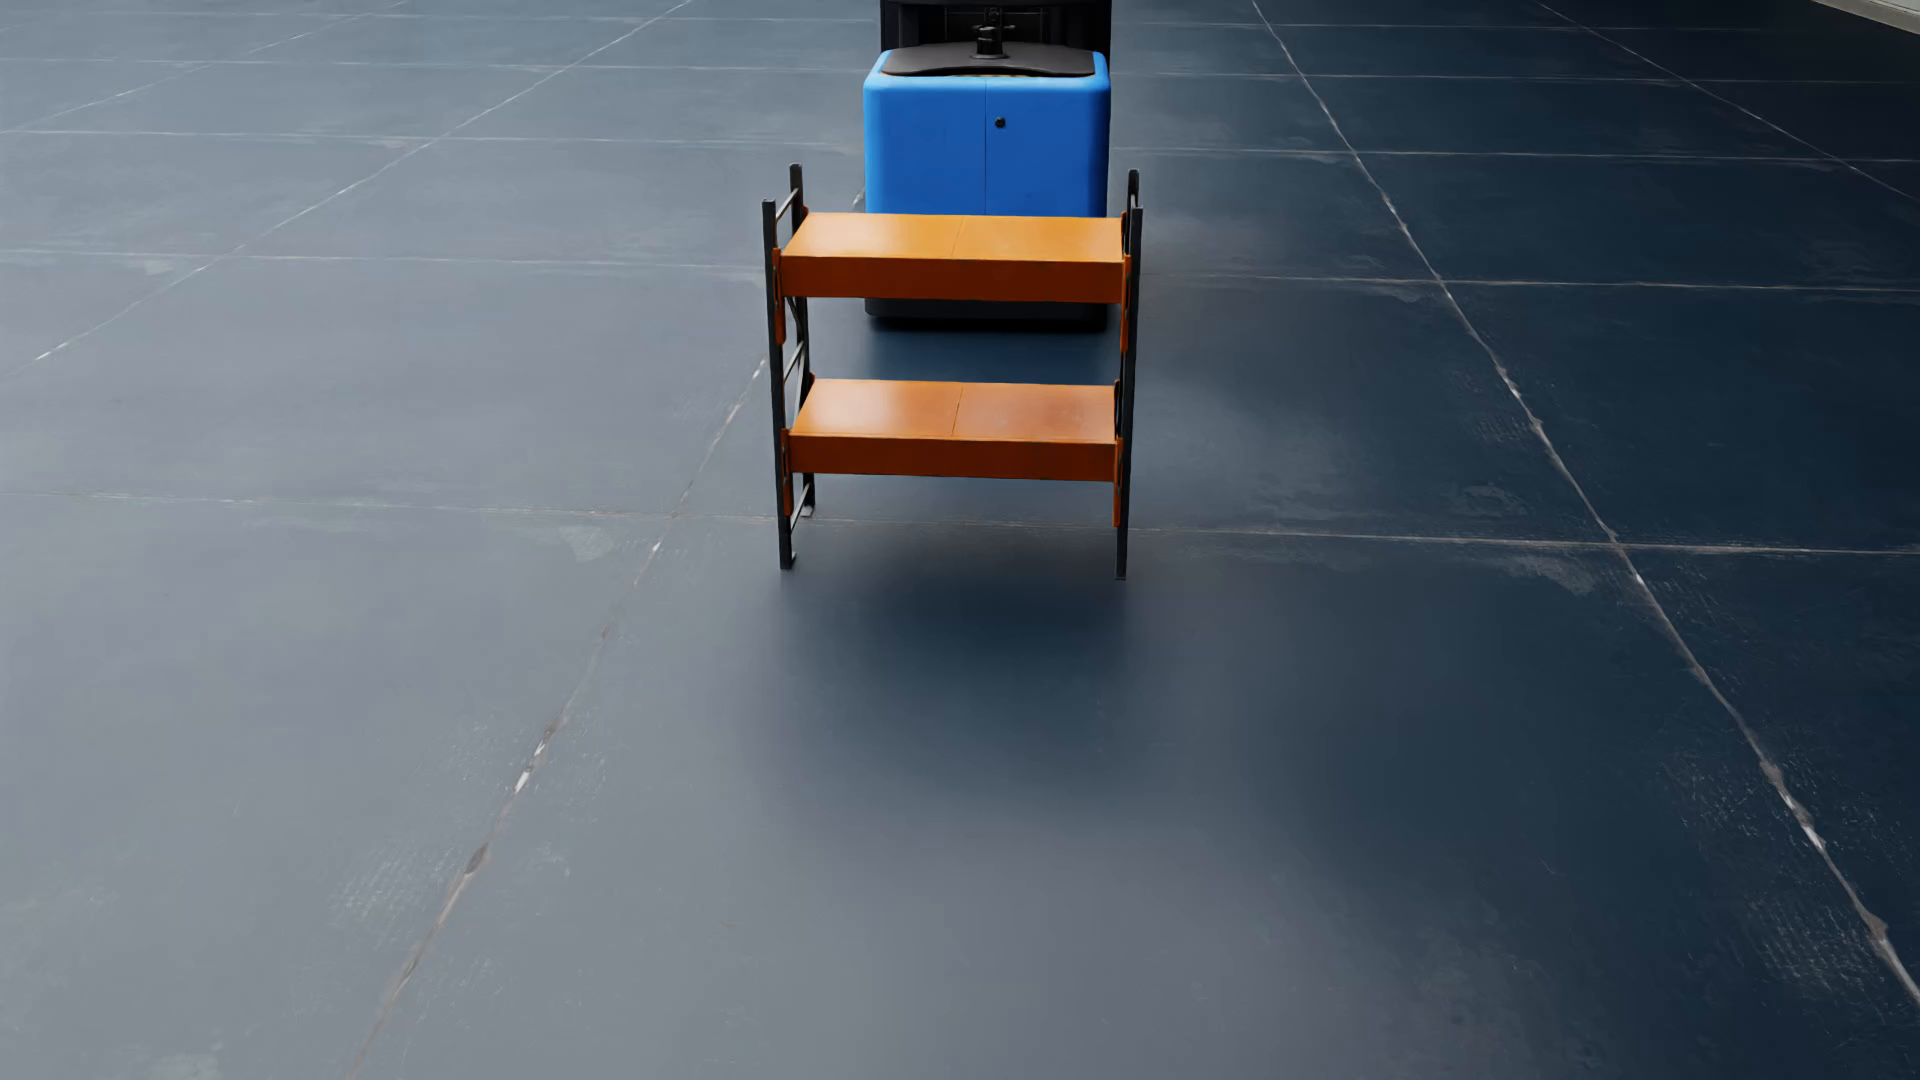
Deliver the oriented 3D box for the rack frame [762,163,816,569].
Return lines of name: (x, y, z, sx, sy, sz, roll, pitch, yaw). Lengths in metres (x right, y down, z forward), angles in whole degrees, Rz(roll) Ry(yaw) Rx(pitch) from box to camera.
rack frame: (-0.514, -0.527, 5.051, 0.032, 1.125, 0.500, 2, 25, 4)

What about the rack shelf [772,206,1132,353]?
rack shelf: (-0.007, -0.777, 4.893, 1.000, 0.278, 0.538, 2, 25, 4)

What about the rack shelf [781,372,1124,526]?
rack shelf: (-0.007, -0.289, 5.118, 1.000, 0.278, 0.538, 2, 25, 4)

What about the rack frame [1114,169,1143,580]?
rack frame: (0.500, -0.495, 4.980, 0.032, 1.125, 0.500, 2, 25, 4)

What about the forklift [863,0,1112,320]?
forklift: (0.181, -2.847, 7.931, 1.130, 2.935, 3.031, 1, 25, 3)

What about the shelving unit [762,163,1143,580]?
shelving unit: (-0.007, -0.511, 5.015, 1.048, 1.125, 0.538, 2, 25, 4)
